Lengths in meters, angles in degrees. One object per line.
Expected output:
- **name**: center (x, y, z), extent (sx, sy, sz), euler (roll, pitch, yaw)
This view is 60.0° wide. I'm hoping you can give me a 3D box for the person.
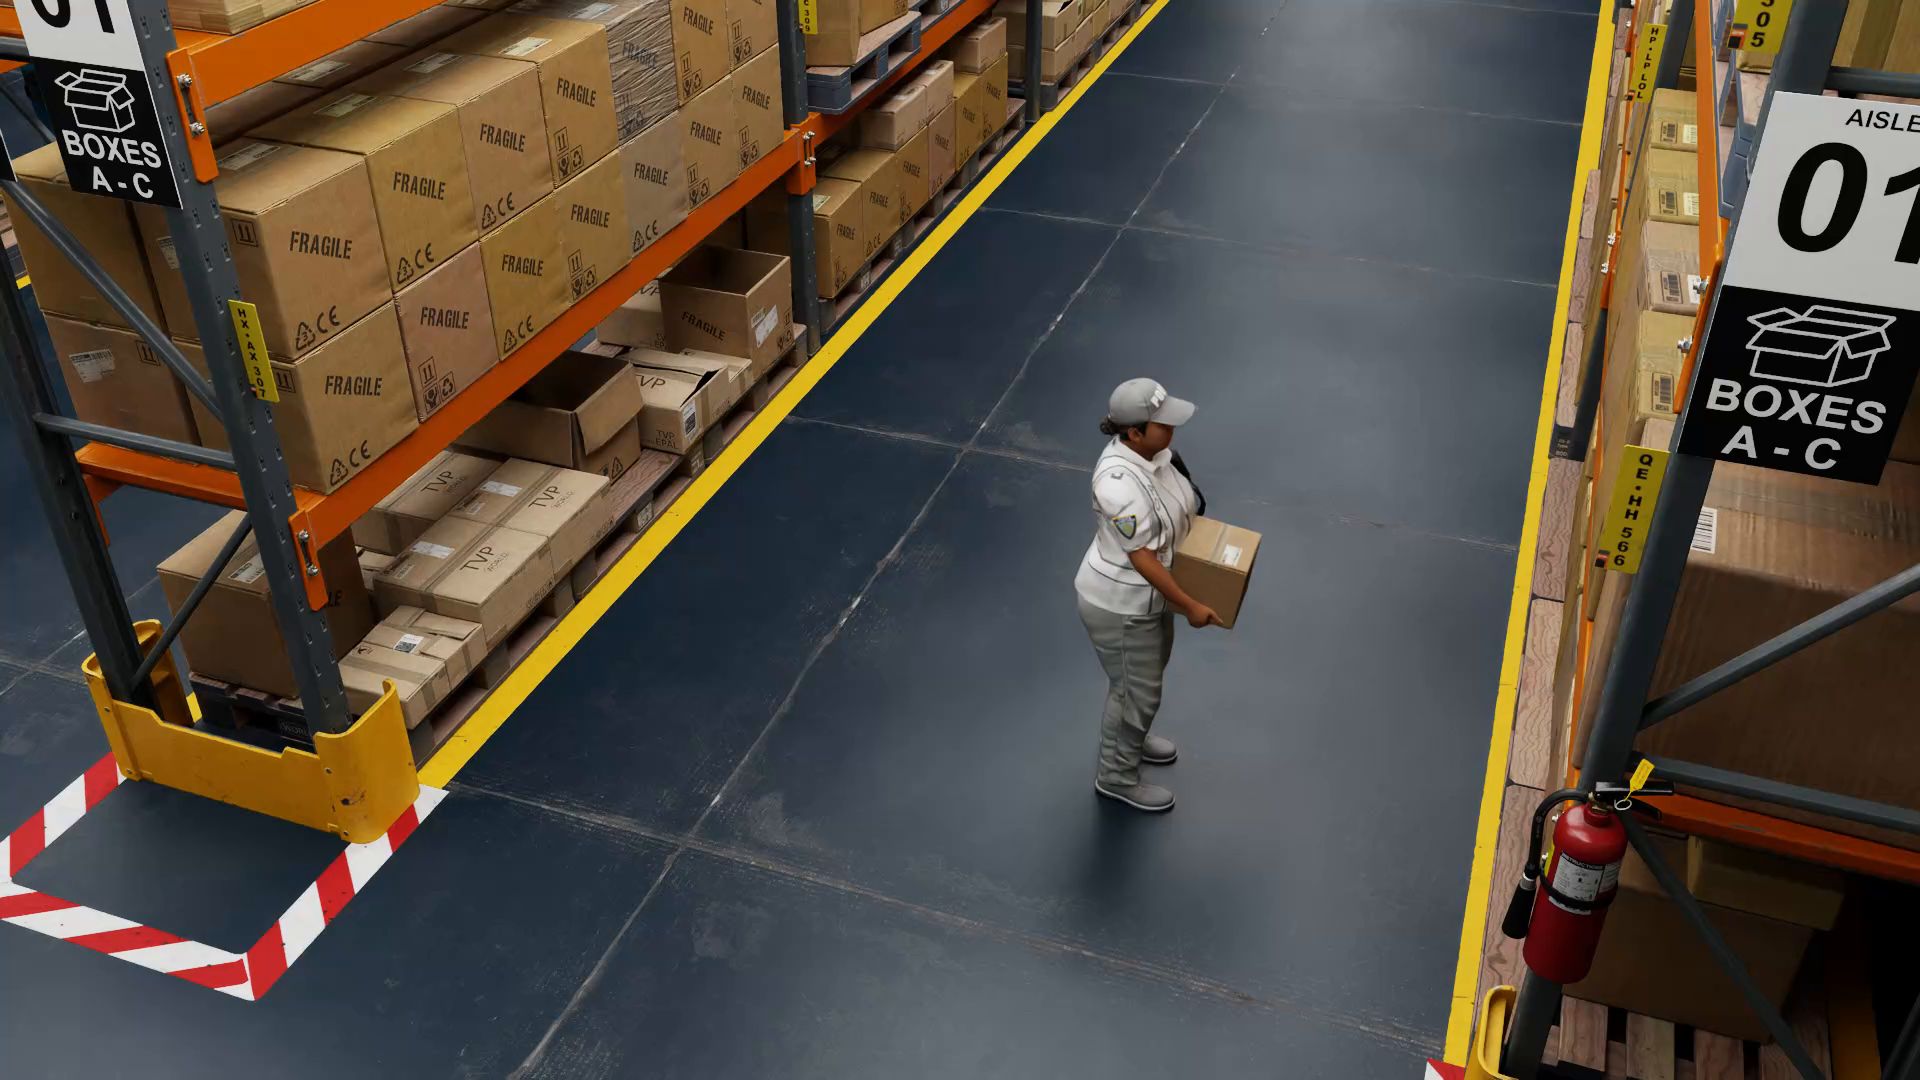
- **person**: center (0.683, 0.196, 5.850), extent (0.539, 1.662, 0.452), euler (11, 35, 16)
